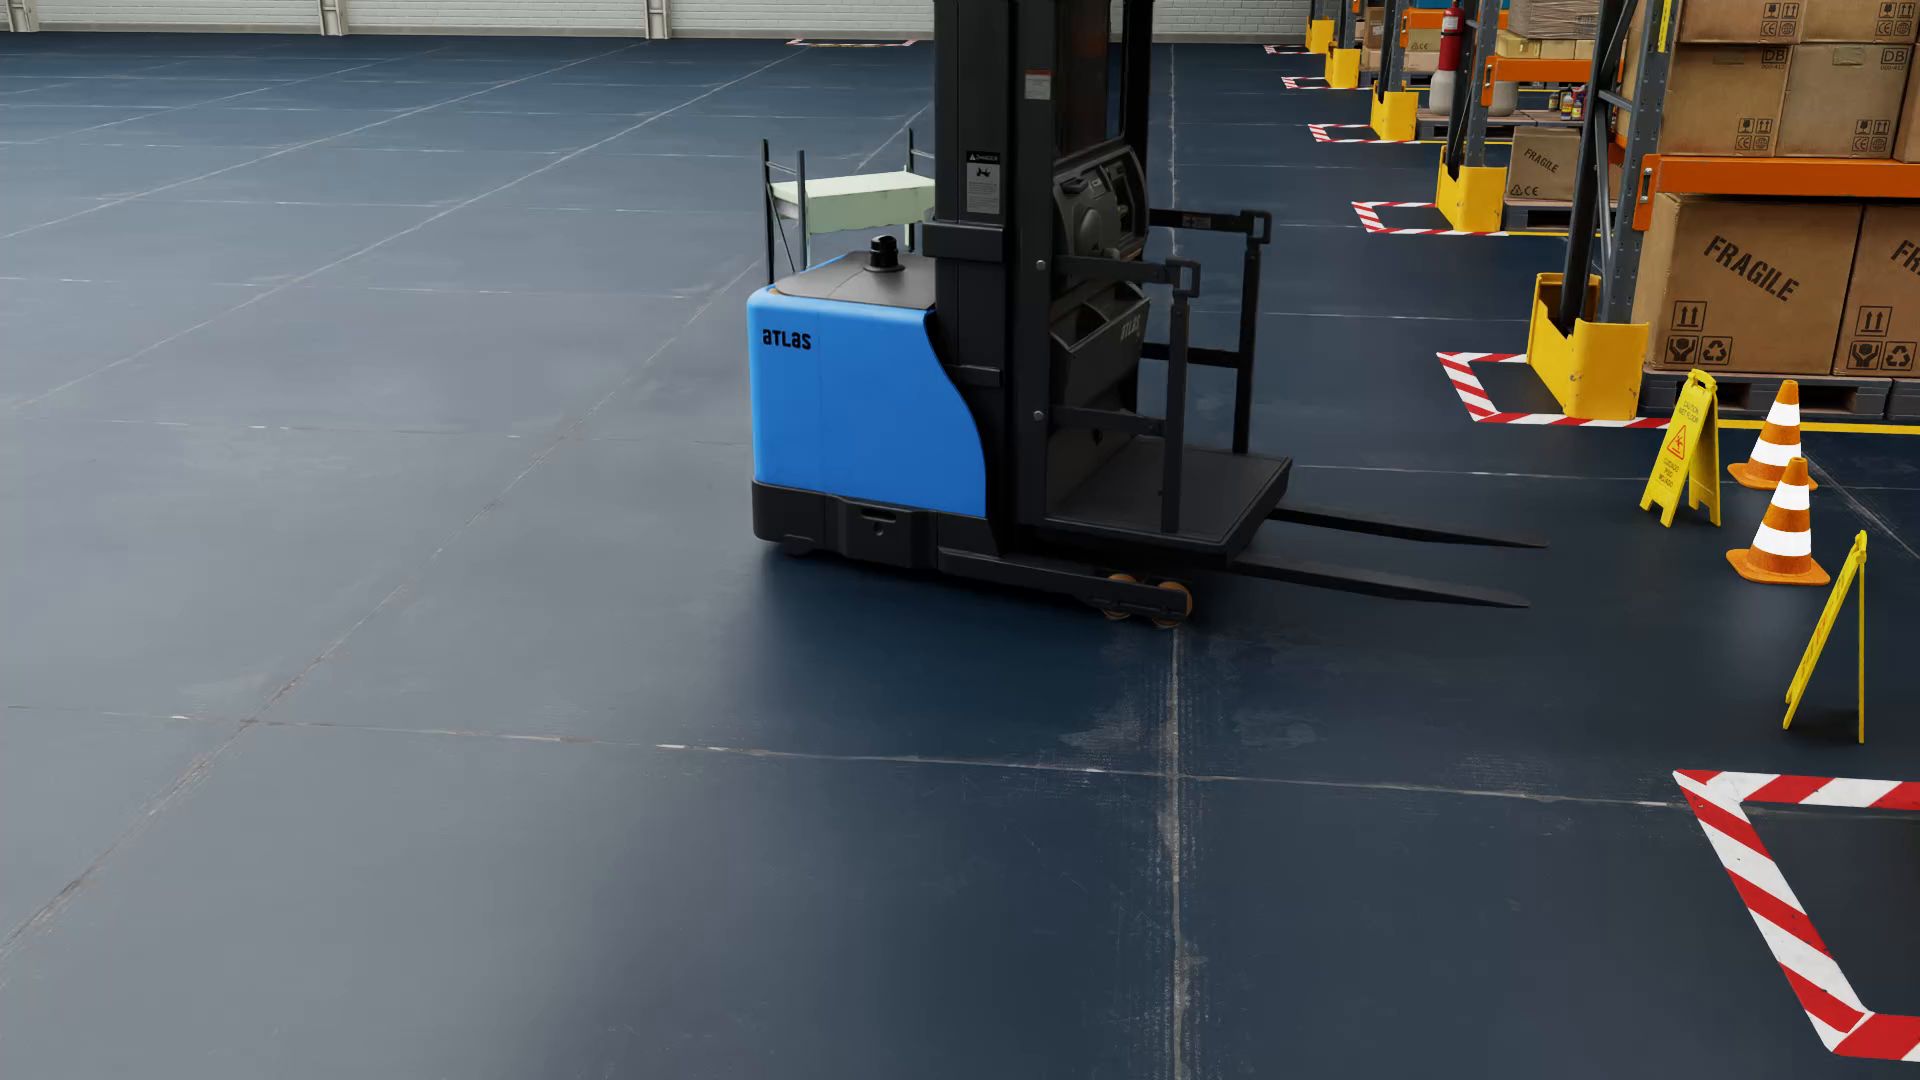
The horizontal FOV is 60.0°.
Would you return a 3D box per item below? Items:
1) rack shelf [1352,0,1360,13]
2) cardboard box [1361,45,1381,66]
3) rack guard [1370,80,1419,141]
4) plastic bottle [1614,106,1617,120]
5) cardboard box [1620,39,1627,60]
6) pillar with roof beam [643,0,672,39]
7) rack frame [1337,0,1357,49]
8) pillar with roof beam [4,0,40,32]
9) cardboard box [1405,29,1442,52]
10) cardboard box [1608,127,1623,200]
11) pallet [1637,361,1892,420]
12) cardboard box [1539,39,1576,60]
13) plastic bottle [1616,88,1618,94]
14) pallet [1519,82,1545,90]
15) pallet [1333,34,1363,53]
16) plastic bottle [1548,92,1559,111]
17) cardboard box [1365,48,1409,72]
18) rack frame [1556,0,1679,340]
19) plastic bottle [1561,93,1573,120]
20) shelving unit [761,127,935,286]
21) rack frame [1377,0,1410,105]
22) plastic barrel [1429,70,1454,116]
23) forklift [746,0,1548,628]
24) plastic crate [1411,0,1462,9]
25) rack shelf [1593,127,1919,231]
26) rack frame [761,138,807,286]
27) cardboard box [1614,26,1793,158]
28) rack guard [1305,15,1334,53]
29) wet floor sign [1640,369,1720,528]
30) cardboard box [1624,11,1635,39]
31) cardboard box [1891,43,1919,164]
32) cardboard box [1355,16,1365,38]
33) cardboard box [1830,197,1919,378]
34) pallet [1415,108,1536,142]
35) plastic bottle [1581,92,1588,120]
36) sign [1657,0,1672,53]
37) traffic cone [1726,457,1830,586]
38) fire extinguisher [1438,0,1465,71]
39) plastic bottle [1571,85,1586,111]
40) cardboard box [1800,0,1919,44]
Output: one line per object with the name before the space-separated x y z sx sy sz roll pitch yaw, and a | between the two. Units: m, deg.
rack shelf | 7.217 -7.222 22.105 4.000 0.370 1.077 2 22 6
cardboard box | 5.798 -6.644 22.834 0.500 0.250 0.500 2 22 6
rack guard | 4.725 -4.686 18.112 0.348 0.500 1.175 2 22 6
plastic bottle | 6.946 -4.522 17.506 0.097 0.201 0.097 0 22 0
cardboard box | 5.059 -3.773 12.744 0.250 0.149 0.380 2 22 6
pillar with roof beam | -5.816 -11.474 23.724 0.400 9.000 9.100 2 22 6
rack frame | 5.231 -7.643 22.192 0.127 3.000 1.000 2 22 6
pillar with roof beam | -17.733 -11.994 25.037 0.400 9.000 9.100 2 22 6
cardboard box | 6.234 -6.783 22.165 0.500 0.500 0.500 2 22 6
cardboard box | 5.277 -3.012 13.308 0.500 0.500 0.500 8 23 20
pallet | 4.180 -0.917 8.972 1.213 0.211 1.003 2 22 6
cardboard box | 4.562 -3.792 12.793 0.250 0.149 0.380 2 22 6
plastic bottle | 7.069 -4.855 18.145 0.185 0.351 0.144 3 22 9
pallet | 7.203 -6.275 22.523 1.213 0.211 1.003 2 22 6
pallet | 6.688 -8.103 27.150 1.213 0.211 1.003 2 22 6
plastic bottle | 6.519 -4.818 18.255 0.097 0.201 0.097 0 22 0
cardboard box | 5.737 -6.455 22.356 0.500 0.250 0.500 2 22 6
rack frame | 3.377 -2.220 8.474 0.127 3.000 1.000 2 22 6
plastic bottle | 6.408 -4.578 17.552 0.097 0.271 0.097 0 22 0
shelving unit | -0.455 -1.081 7.635 0.755 1.500 0.431 -12 25 -28
rack frame | 4.644 -5.834 17.618 0.127 3.000 1.000 2 22 6
plastic barrel | 5.306 -4.872 17.996 0.421 0.512 0.421 0 22 0
forklift | 0.716 -1.262 6.145 3.031 2.935 1.130 9 23 22
plastic crate | 5.176 -5.853 17.867 0.616 0.251 0.499 2 22 6
rack shelf | 5.363 -1.798 8.387 4.000 0.370 1.077 2 22 6
rack frame | -0.770 -1.013 7.462 0.023 1.500 0.400 -12 25 -28
cardboard box | 3.751 -2.290 8.448 0.550 0.550 0.875 2 22 6
rack guard | 5.885 -8.286 27.218 0.348 0.500 1.175 2 22 6
wet floor sign | 3.115 -0.403 7.082 0.232 0.644 0.267 -1 22 -3
cardboard box | 5.115 -4.199 12.941 0.500 0.500 0.875 2 22 6
cardboard box | 4.841 -2.204 8.230 0.550 0.550 0.875 2 22 6
cardboard box | 6.486 -8.343 27.021 0.500 0.311 0.500 0 22 0
cardboard box | 4.932 -1.384 8.680 0.875 0.875 0.875 2 22 5
pallet | 5.531 -4.514 18.072 1.213 0.211 1.003 2 22 6
plastic bottle | 6.630 -4.567 17.508 0.133 0.283 0.061 3 22 7
sign | 3.306 -2.457 7.789 0.005 0.325 0.100 2 22 6
traffic cone | 3.267 -0.101 6.565 0.334 0.463 0.336 2 22 6
fire extinguisher | 4.002 -4.163 13.496 0.183 0.674 0.296 2 22 6
plastic bottle | 6.766 -4.832 18.188 0.135 0.276 0.152 3 22 7
cardboard box | 4.298 -2.771 8.197 0.550 0.550 0.875 2 22 6
